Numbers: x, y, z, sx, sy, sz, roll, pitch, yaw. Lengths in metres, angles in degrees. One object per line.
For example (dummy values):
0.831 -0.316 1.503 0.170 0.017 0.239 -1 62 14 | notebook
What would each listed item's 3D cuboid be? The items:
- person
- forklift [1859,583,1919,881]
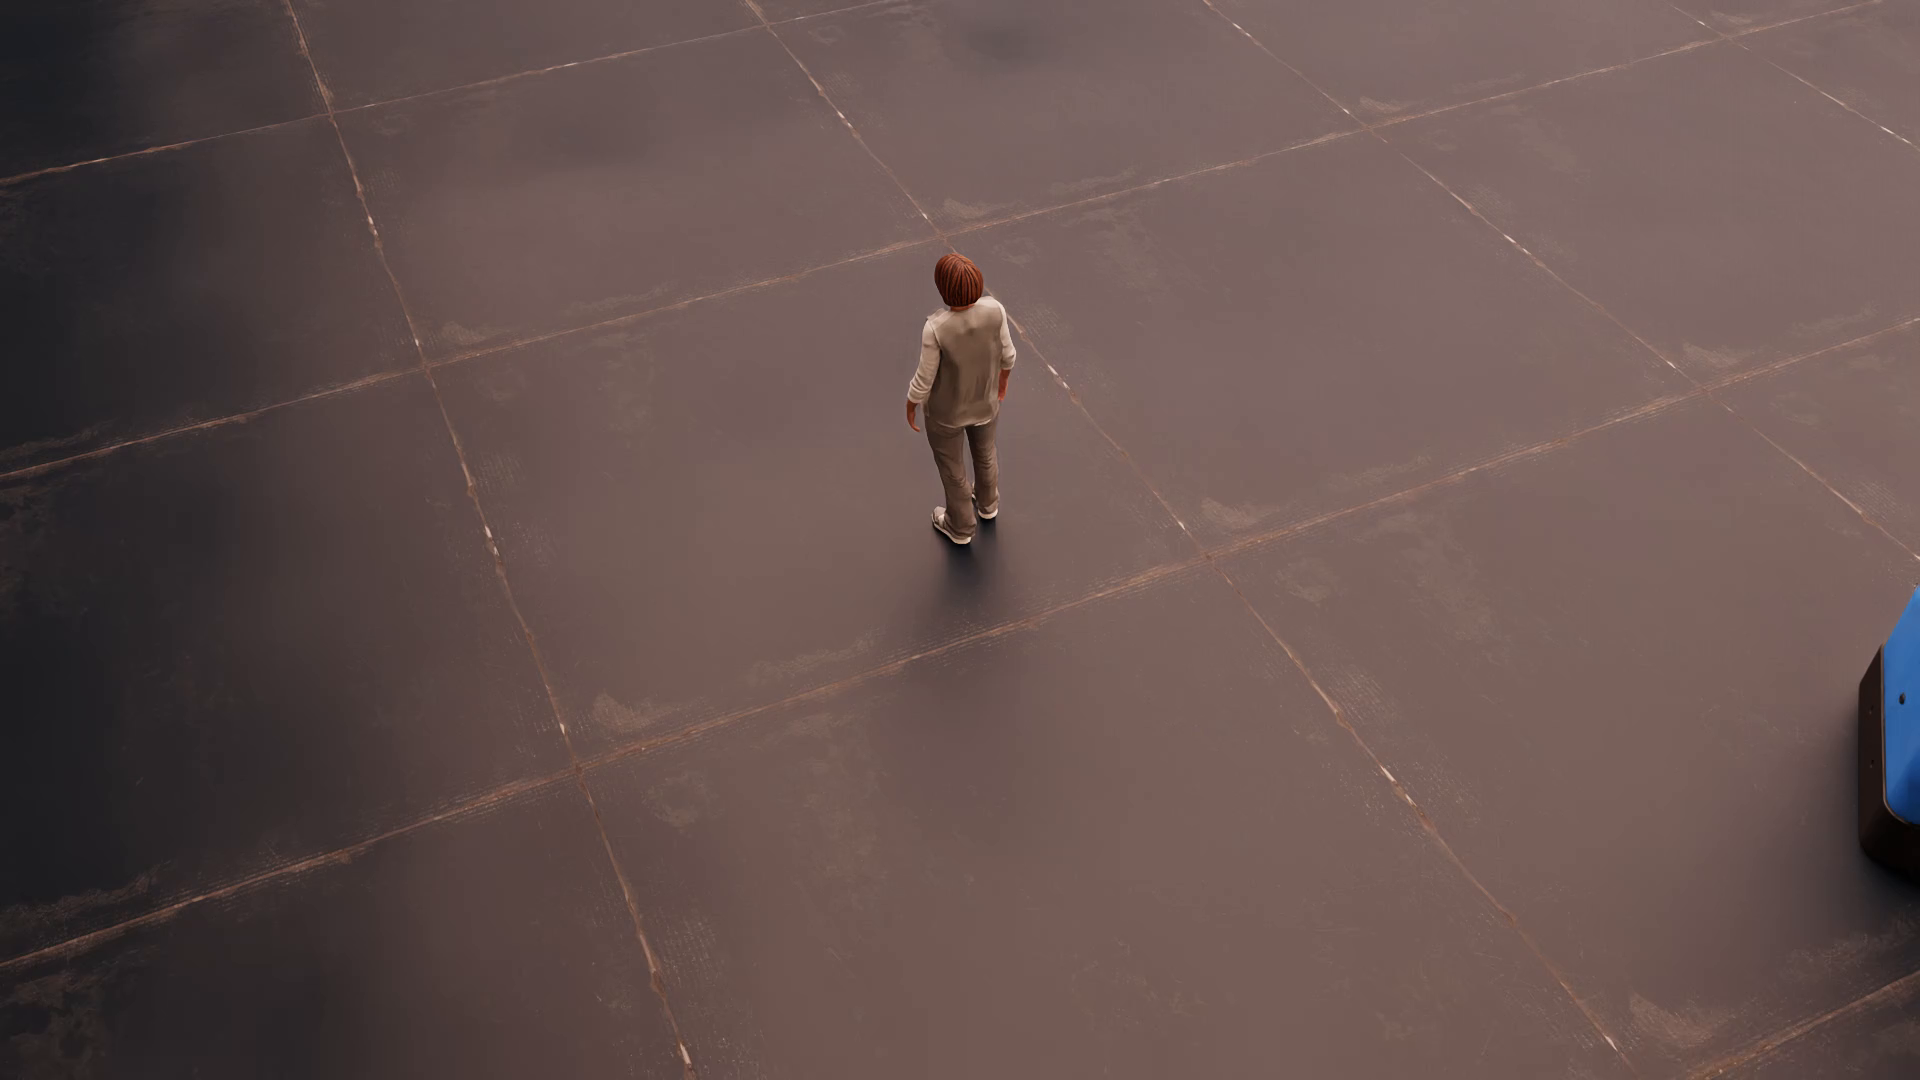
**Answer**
-0.018 -0.606 7.364 0.520 1.506 0.473 -18 46 -18 | person
5.073 0.248 5.414 3.031 2.935 1.130 15 45 15 | forklift
